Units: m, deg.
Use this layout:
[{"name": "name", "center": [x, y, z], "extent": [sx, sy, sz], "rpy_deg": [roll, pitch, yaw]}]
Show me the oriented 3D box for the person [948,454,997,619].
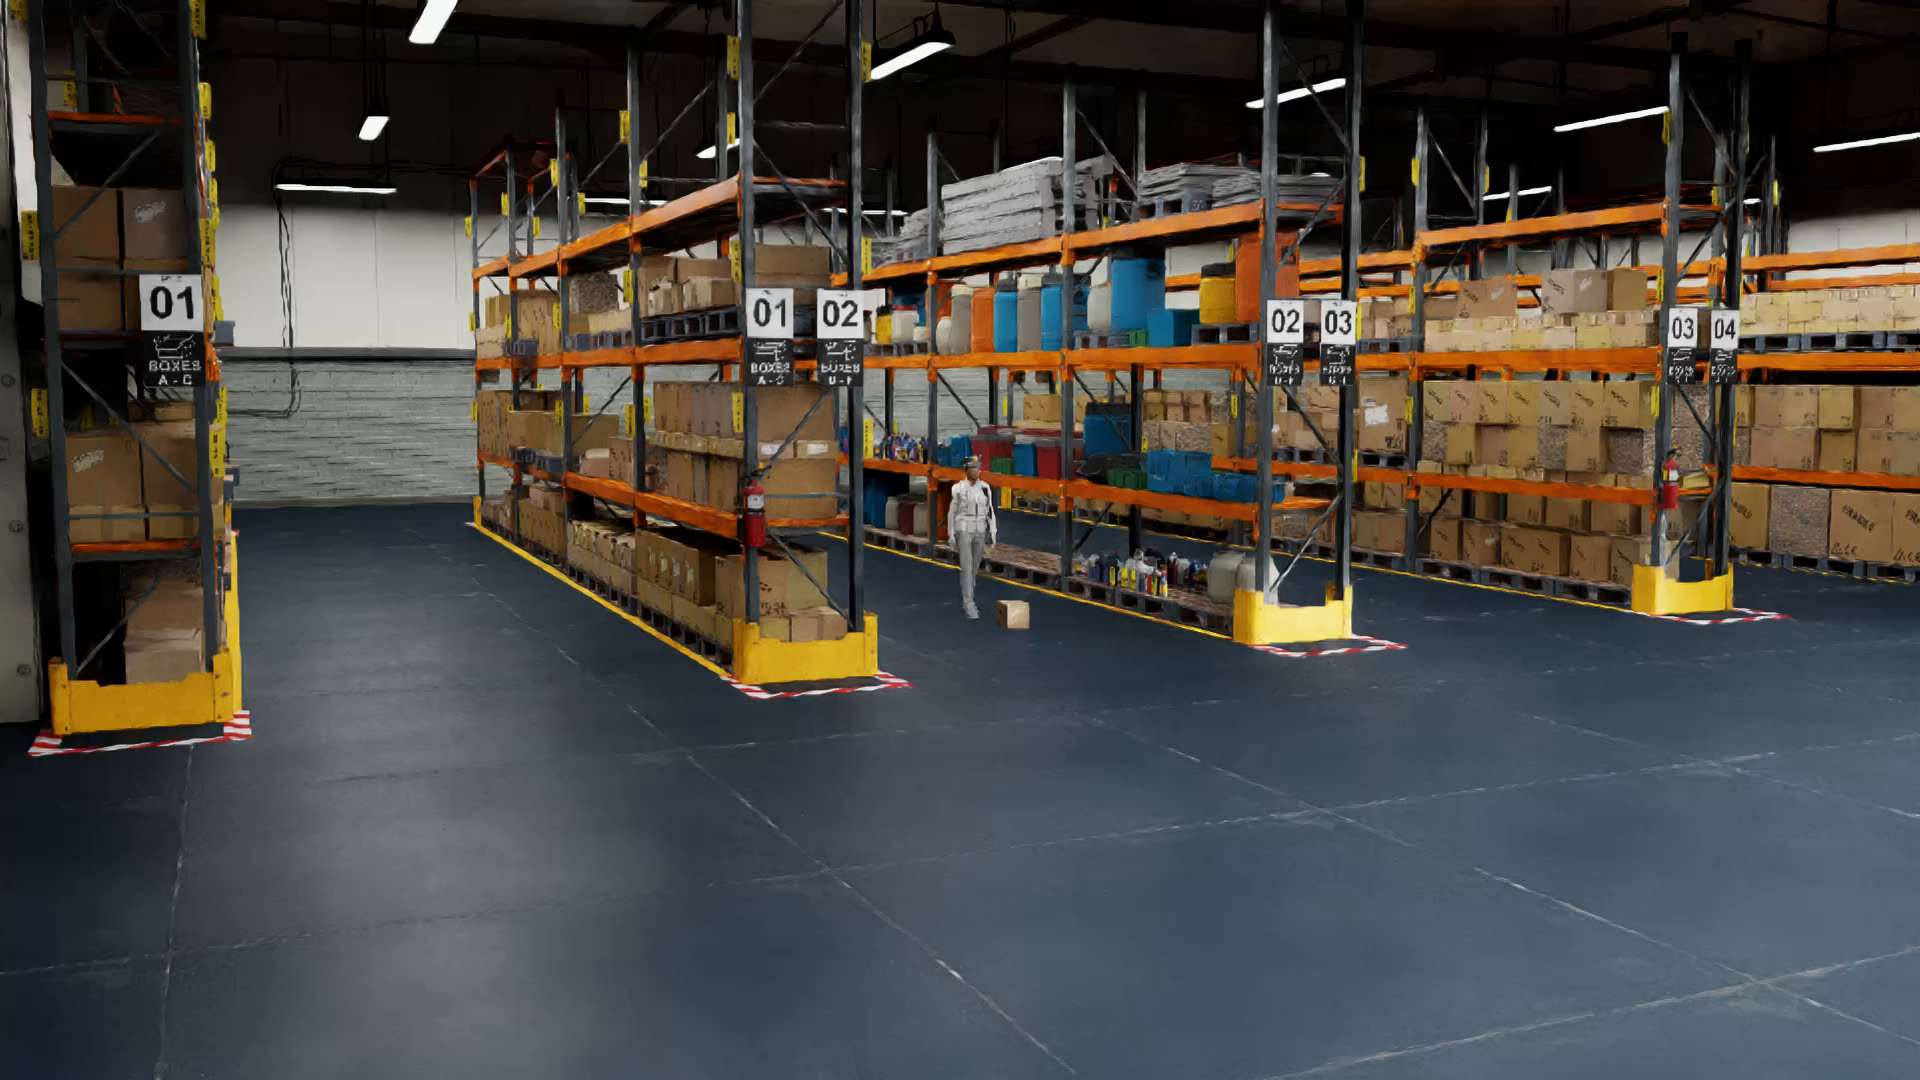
[{"name": "person", "center": [0.175, -0.059, 17.352], "extent": [0.482, 1.674, 0.686], "rpy_deg": [-3, 6, -26]}]
